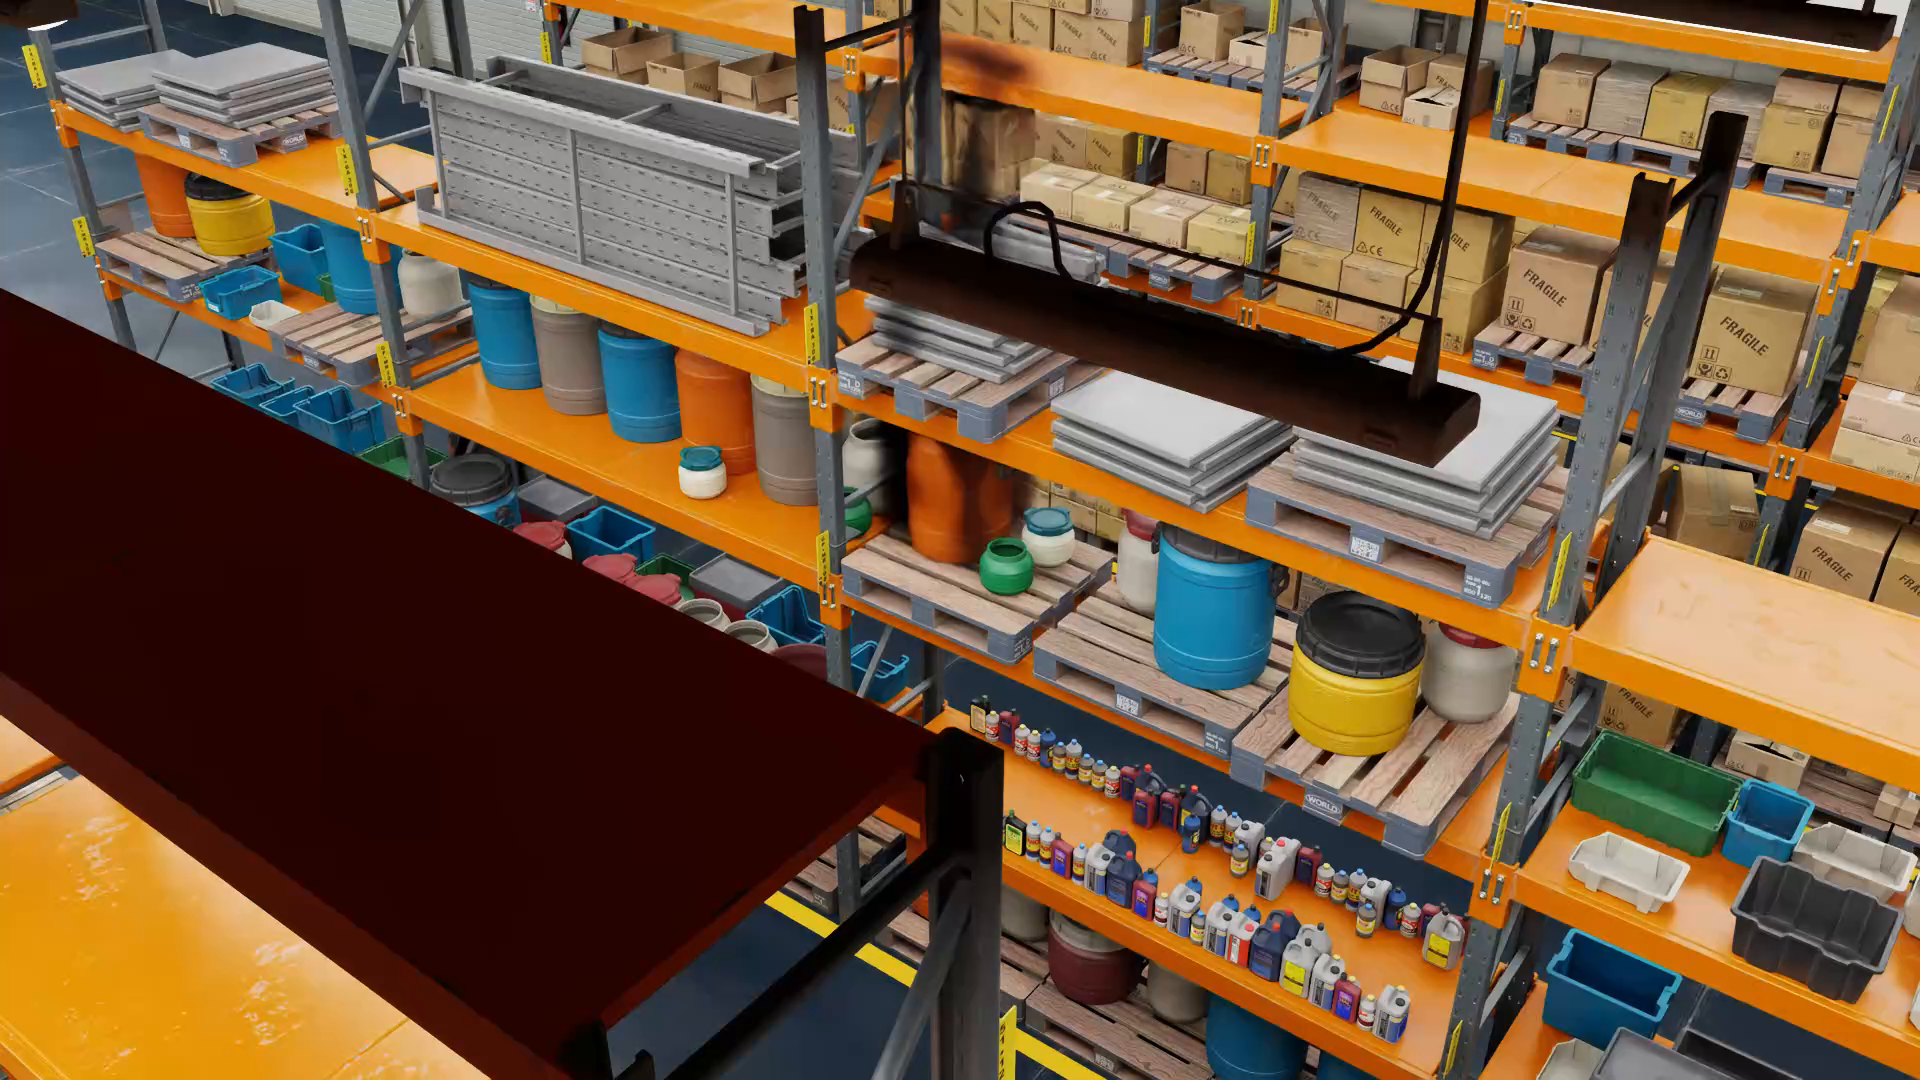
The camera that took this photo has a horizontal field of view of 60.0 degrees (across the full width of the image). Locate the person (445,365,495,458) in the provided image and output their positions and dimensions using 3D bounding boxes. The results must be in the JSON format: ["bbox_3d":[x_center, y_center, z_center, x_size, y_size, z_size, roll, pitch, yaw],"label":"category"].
[{"bbox_3d":[-4.449,-0.876,15.095,0.571,1.684,0.662,20,37,29],"label":"person"}]
